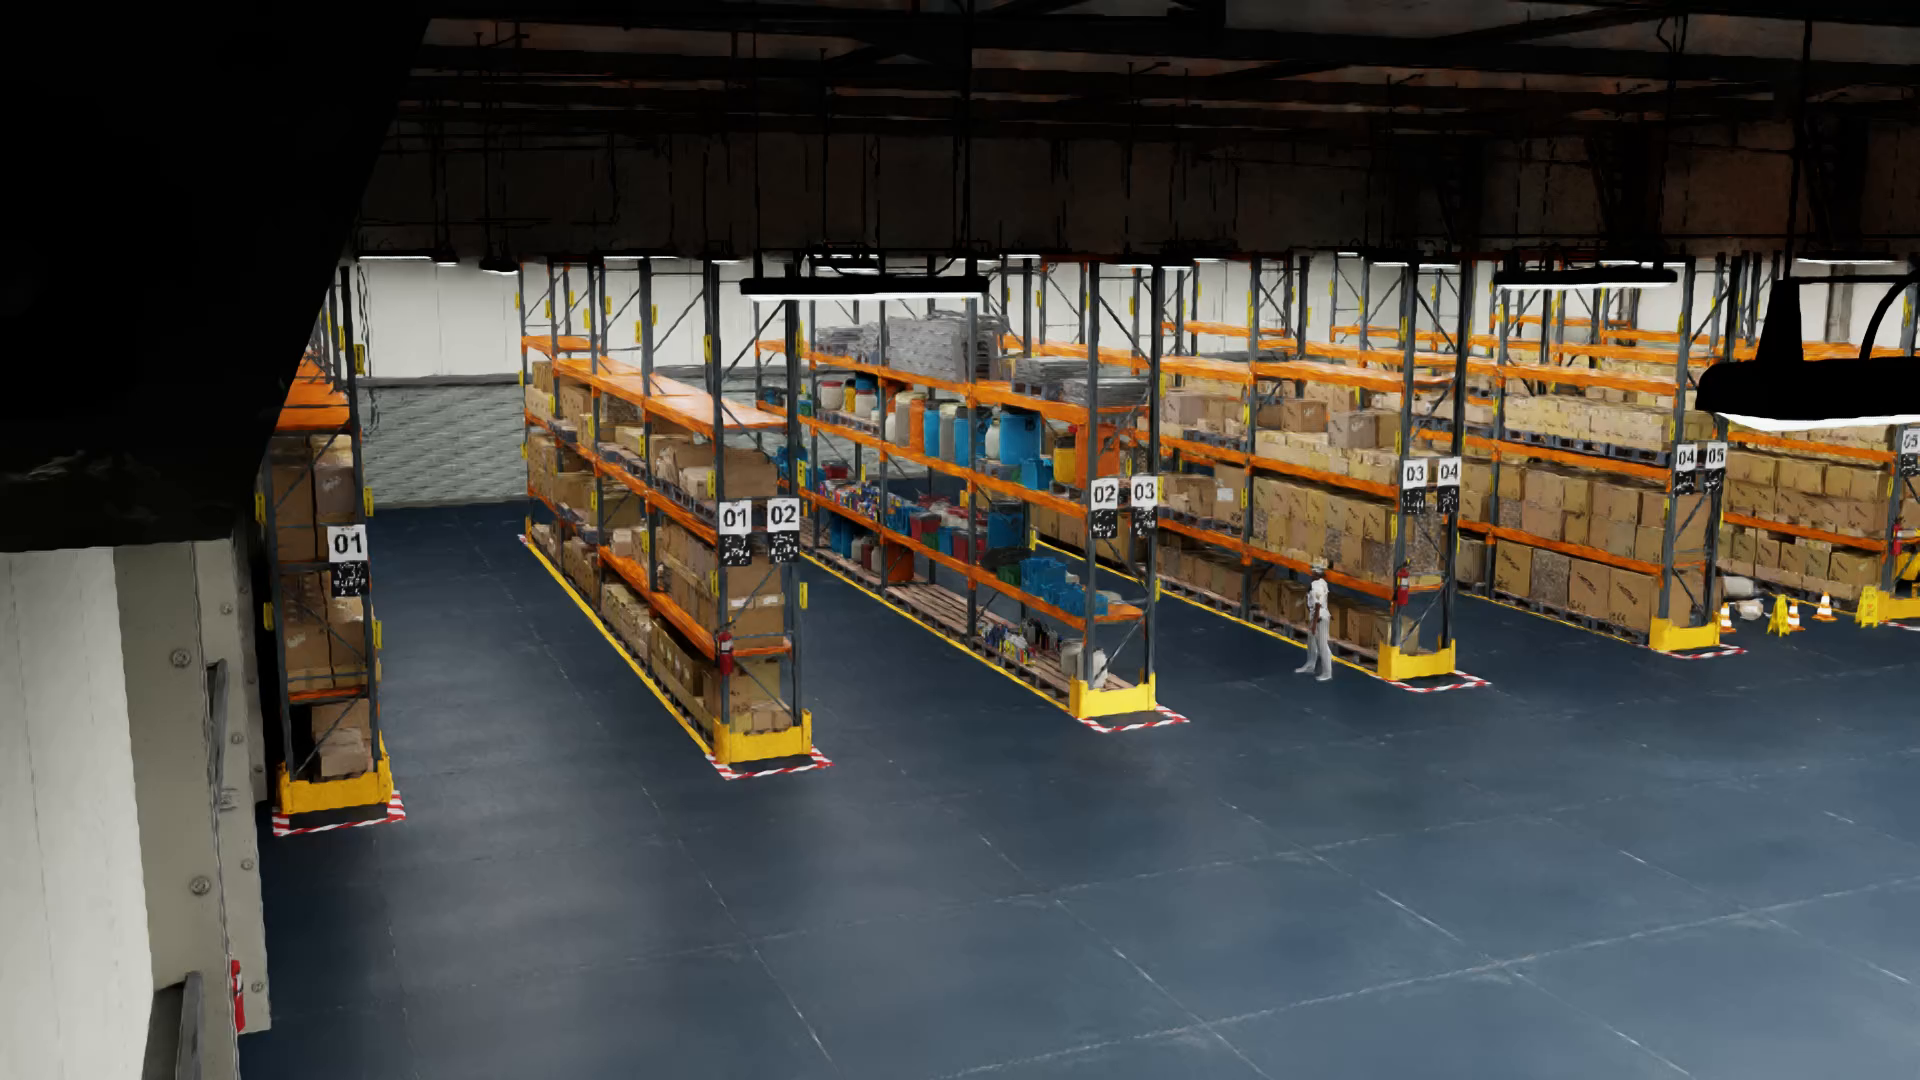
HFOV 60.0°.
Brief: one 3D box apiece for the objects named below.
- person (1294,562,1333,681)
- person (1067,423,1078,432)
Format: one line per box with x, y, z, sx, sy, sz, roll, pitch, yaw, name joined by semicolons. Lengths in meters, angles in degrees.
5.134;1.156;24.019;0.535;1.667;0.575;1;10;8;person
3.065;-2.416;43.509;0.579;1.710;0.605;5;11;24;person
